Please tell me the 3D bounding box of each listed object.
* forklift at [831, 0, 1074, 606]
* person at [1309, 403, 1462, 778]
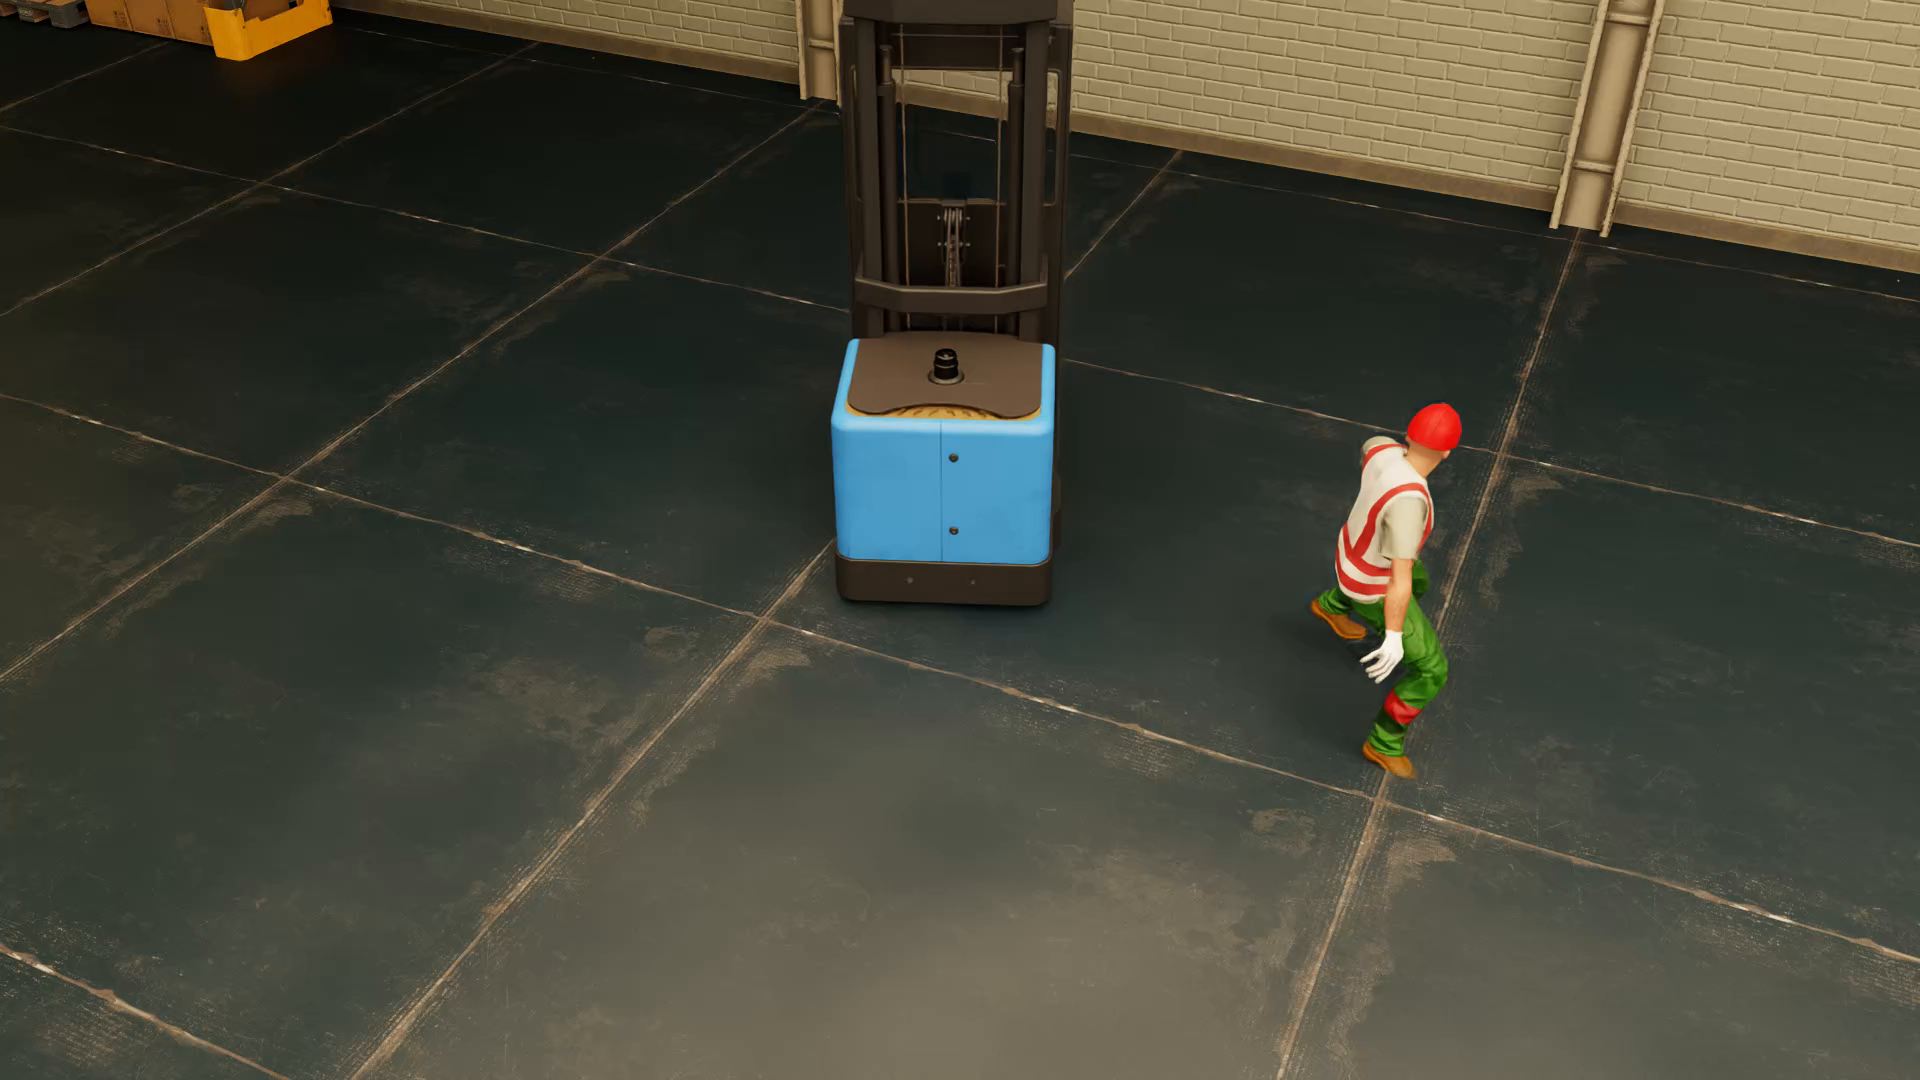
[{"bbox_3d":[-0.005,-1.706,8.479,1.130,2.935,3.031,2,36,3],"label":"forklift"},{"bbox_3d":[1.826,0.172,7.025,0.510,1.664,1.189,4,36,6],"label":"person"}]
